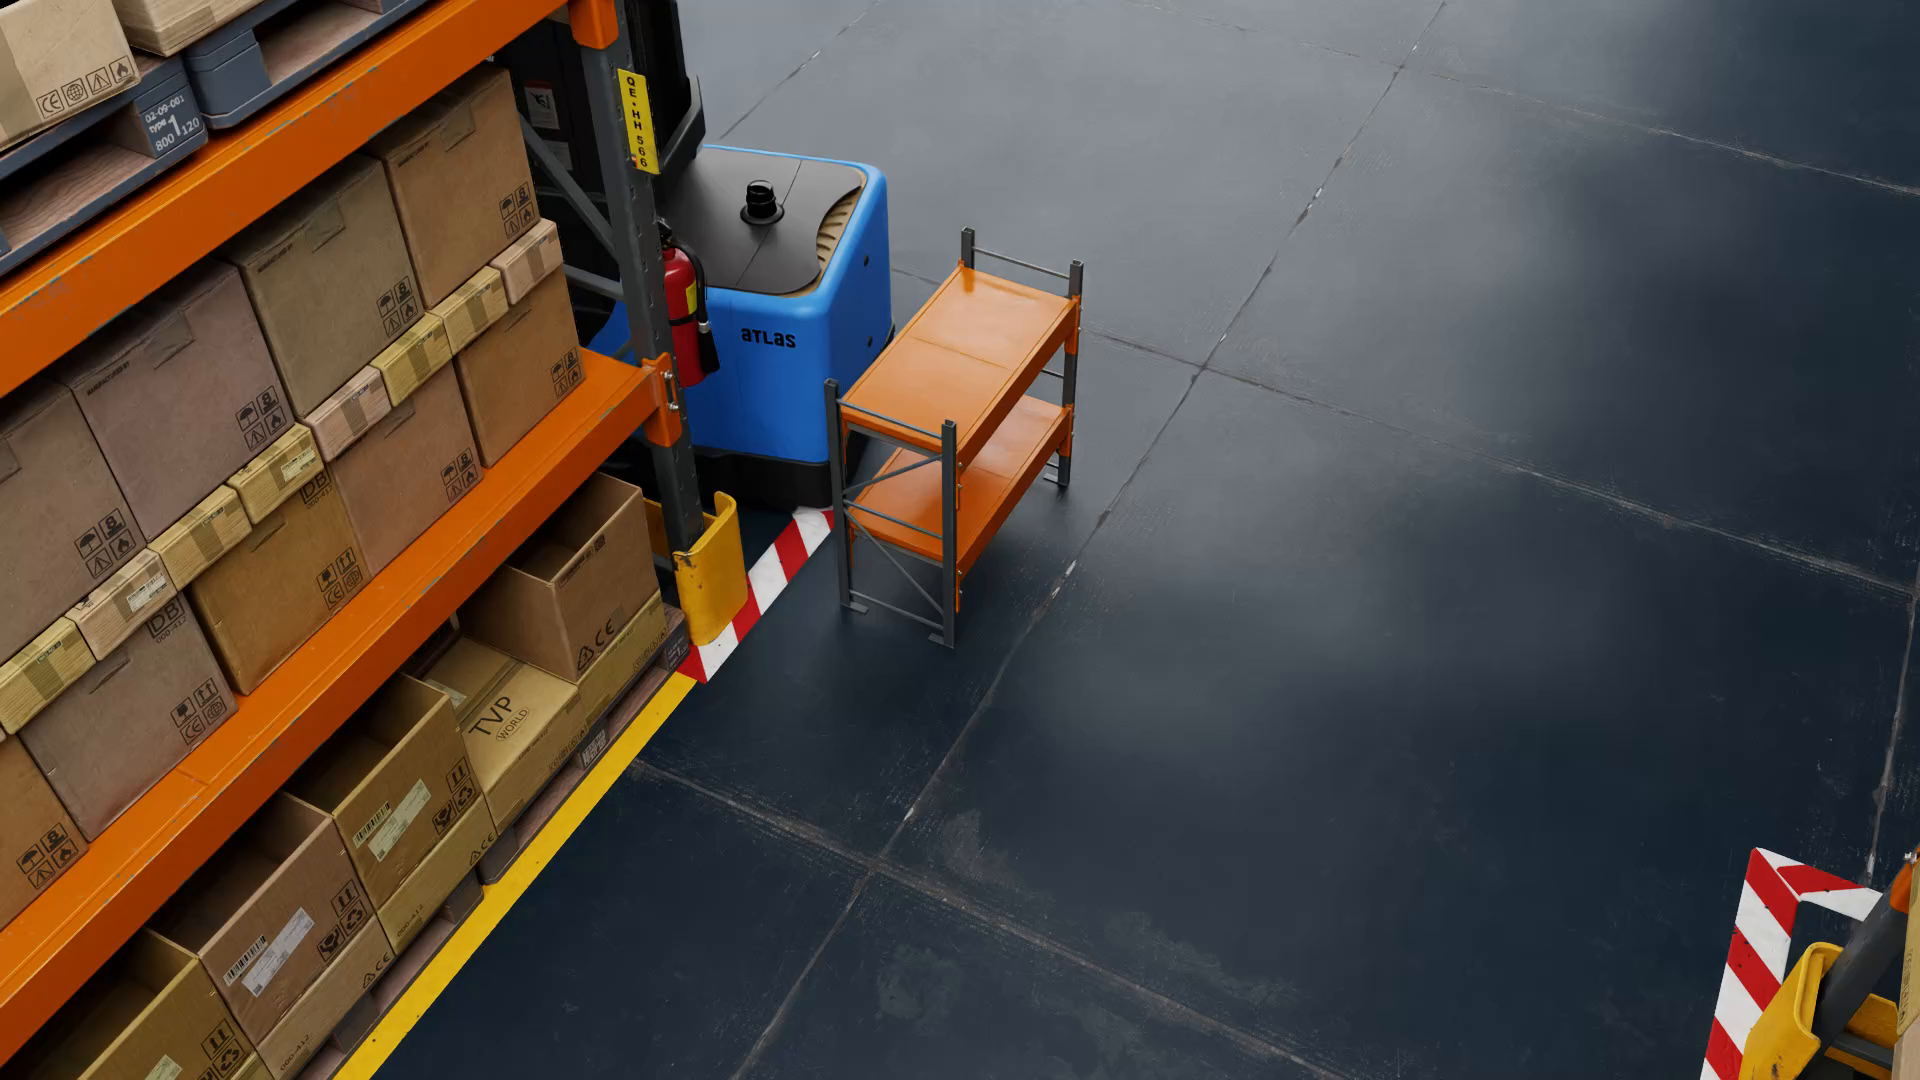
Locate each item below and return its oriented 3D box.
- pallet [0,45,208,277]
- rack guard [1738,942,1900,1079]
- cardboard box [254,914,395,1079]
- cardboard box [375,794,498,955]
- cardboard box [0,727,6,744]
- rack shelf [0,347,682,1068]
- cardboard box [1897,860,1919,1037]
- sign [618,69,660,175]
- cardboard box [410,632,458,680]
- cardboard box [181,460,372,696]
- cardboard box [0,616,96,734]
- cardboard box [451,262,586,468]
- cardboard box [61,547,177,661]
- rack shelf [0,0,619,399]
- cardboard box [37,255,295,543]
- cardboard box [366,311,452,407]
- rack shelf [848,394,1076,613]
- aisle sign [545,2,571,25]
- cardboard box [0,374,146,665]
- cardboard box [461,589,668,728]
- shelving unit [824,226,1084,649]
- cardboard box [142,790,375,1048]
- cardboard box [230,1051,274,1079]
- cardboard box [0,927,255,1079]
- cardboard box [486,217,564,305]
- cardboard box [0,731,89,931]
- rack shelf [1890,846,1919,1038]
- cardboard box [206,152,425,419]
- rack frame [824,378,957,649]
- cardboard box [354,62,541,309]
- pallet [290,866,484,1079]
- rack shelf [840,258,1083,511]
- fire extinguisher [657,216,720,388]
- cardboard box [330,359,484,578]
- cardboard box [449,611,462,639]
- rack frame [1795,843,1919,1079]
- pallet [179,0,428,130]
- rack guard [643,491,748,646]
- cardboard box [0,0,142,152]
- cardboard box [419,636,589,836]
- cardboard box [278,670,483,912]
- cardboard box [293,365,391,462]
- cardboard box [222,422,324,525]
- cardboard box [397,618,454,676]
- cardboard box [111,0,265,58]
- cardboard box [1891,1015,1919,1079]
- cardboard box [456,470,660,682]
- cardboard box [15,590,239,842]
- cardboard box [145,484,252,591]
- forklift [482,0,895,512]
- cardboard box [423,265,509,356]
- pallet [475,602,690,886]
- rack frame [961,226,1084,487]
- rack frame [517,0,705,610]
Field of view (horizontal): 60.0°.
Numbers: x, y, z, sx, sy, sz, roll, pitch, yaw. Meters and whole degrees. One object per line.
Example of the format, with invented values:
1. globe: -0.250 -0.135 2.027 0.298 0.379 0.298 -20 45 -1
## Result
1. pallet: -2.333 -0.734 3.320 1.003 0.211 1.213 20 49 19
2. rack guard: 2.938 1.641 4.777 1.175 0.500 0.348 20 49 19
3. cardboard box: -2.089 1.284 5.010 0.500 0.250 0.500 20 49 19
4. cardboard box: -1.856 0.970 5.320 0.500 0.250 0.500 20 49 19
5. cardboard box: -2.382 0.419 3.700 0.380 0.149 0.250 19 48 18
6. rack shelf: -2.345 0.594 4.560 1.077 0.370 4.000 20 49 19
7. cardboard box: 2.465 0.963 3.781 0.500 0.250 0.500 19 48 18
8. sign: -0.942 -1.221 4.867 0.100 0.325 0.005 20 49 19
9. cardboard box: -2.091 0.481 5.804 0.500 0.250 0.500 20 49 19
10. cardboard box: -2.120 -0.021 4.591 0.700 0.500 0.500 21 49 19
11. cardboard box: -2.261 0.255 3.862 0.380 0.149 0.250 20 49 19
12. cardboard box: -1.645 -0.664 5.227 0.700 0.500 0.500 20 49 19
13. cardboard box: -2.143 0.099 4.016 0.380 0.149 0.250 20 49 19
14. rack shelf: -2.345 -0.461 3.493 1.077 0.370 4.000 20 49 19
15. cardboard box: -2.142 -0.436 4.090 0.700 0.500 0.500 21 49 19
16. cardboard box: -1.664 -0.552 4.660 0.380 0.149 0.250 20 49 18
17. rack shelf: -0.003 -0.219 6.520 0.538 0.278 1.000 20 49 19
18. aisle sign: -1.126 -1.777 4.570 0.394 0.787 0.004 20 49 19
19. cardboard box: -2.374 -0.120 3.778 0.700 0.500 0.500 20 49 19
20. cardboard box: -1.404 0.335 5.948 0.500 0.250 0.500 20 49 19
21. shelving unit: -0.003 -0.391 6.346 0.538 1.125 1.048 20 49 19
22. cardboard box: -2.086 1.022 4.742 0.500 0.500 0.500 20 49 19
23. cardboard box: -2.316 1.601 4.696 0.500 0.250 0.500 20 49 19
24. cardboard box: -2.317 1.337 4.430 0.500 0.500 0.500 20 49 19
25. cardboard box: -1.425 -0.879 4.983 0.380 0.149 0.250 20 49 18
26. cardboard box: -2.598 0.635 3.943 0.700 0.500 0.500 21 49 20
27. rack shelf: 2.044 2.227 2.946 1.077 0.370 4.000 20 49 19
28. cardboard box: -1.908 -0.754 4.404 0.700 0.500 0.500 19 48 18
29. rack frame: -0.239 -0.071 6.029 0.500 1.125 0.032 20 49 19
30. cardboard box: -1.669 -1.087 4.733 0.700 0.500 0.500 21 49 19
31. pallet: -2.302 1.322 5.294 1.003 0.211 1.213 20 49 19
32. rack shelf: -0.003 -0.597 6.138 0.538 0.278 1.000 20 49 19
33. fire extinguisher: -0.950 -0.813 5.499 0.296 0.674 0.183 20 49 19
34. cardboard box: -1.884 -0.332 4.899 0.700 0.500 0.500 22 49 20
35. cardboard box: -1.863 0.164 6.117 0.500 0.250 0.500 20 49 19
36. rack frame: 2.973 0.714 3.935 1.000 3.000 0.127 20 49 19
37. pallet: -1.768 -1.505 4.082 1.003 0.211 1.213 20 49 19
38. rack guard: -1.405 -0.055 6.453 1.175 0.500 0.348 20 49 19
39. cardboard box: -1.976 -0.976 3.166 0.500 0.311 0.500 26 51 23
40. cardboard box: -1.625 0.654 5.632 0.500 0.250 0.500 20 49 19
41. cardboard box: -1.853 0.707 5.053 0.500 0.500 0.500 20 49 19
42. cardboard box: -1.783 -0.394 4.504 0.380 0.149 0.250 21 49 20
43. cardboard box: -1.904 -0.229 4.341 0.380 0.149 0.250 22 49 20
44. cardboard box: -2.093 0.216 5.538 0.500 0.500 0.500 20 49 19
45. cardboard box: -1.718 -1.305 3.534 0.500 0.250 0.500 20 49 19
46. cardboard box: 2.237 1.294 3.453 0.500 0.250 0.500 19 48 18
47. cardboard box: -1.402 0.072 5.680 0.500 0.500 0.500 20 49 19
48. cardboard box: -2.361 0.312 4.262 0.700 0.500 0.500 22 49 20
49. cardboard box: -2.025 -0.062 4.176 0.380 0.149 0.250 22 49 20
50. forklift: -1.856 -1.691 6.360 3.031 2.935 1.130 9 46 9
51. cardboard box: -1.545 -0.713 4.820 0.380 0.149 0.250 22 49 20
52. pallet: -1.734 0.557 6.051 1.003 0.211 1.213 20 49 19
53. rack frame: 0.233 -0.711 6.662 0.500 1.125 0.032 20 49 19
54. rack frame: -1.417 -0.919 5.549 1.000 3.000 0.127 20 49 19
